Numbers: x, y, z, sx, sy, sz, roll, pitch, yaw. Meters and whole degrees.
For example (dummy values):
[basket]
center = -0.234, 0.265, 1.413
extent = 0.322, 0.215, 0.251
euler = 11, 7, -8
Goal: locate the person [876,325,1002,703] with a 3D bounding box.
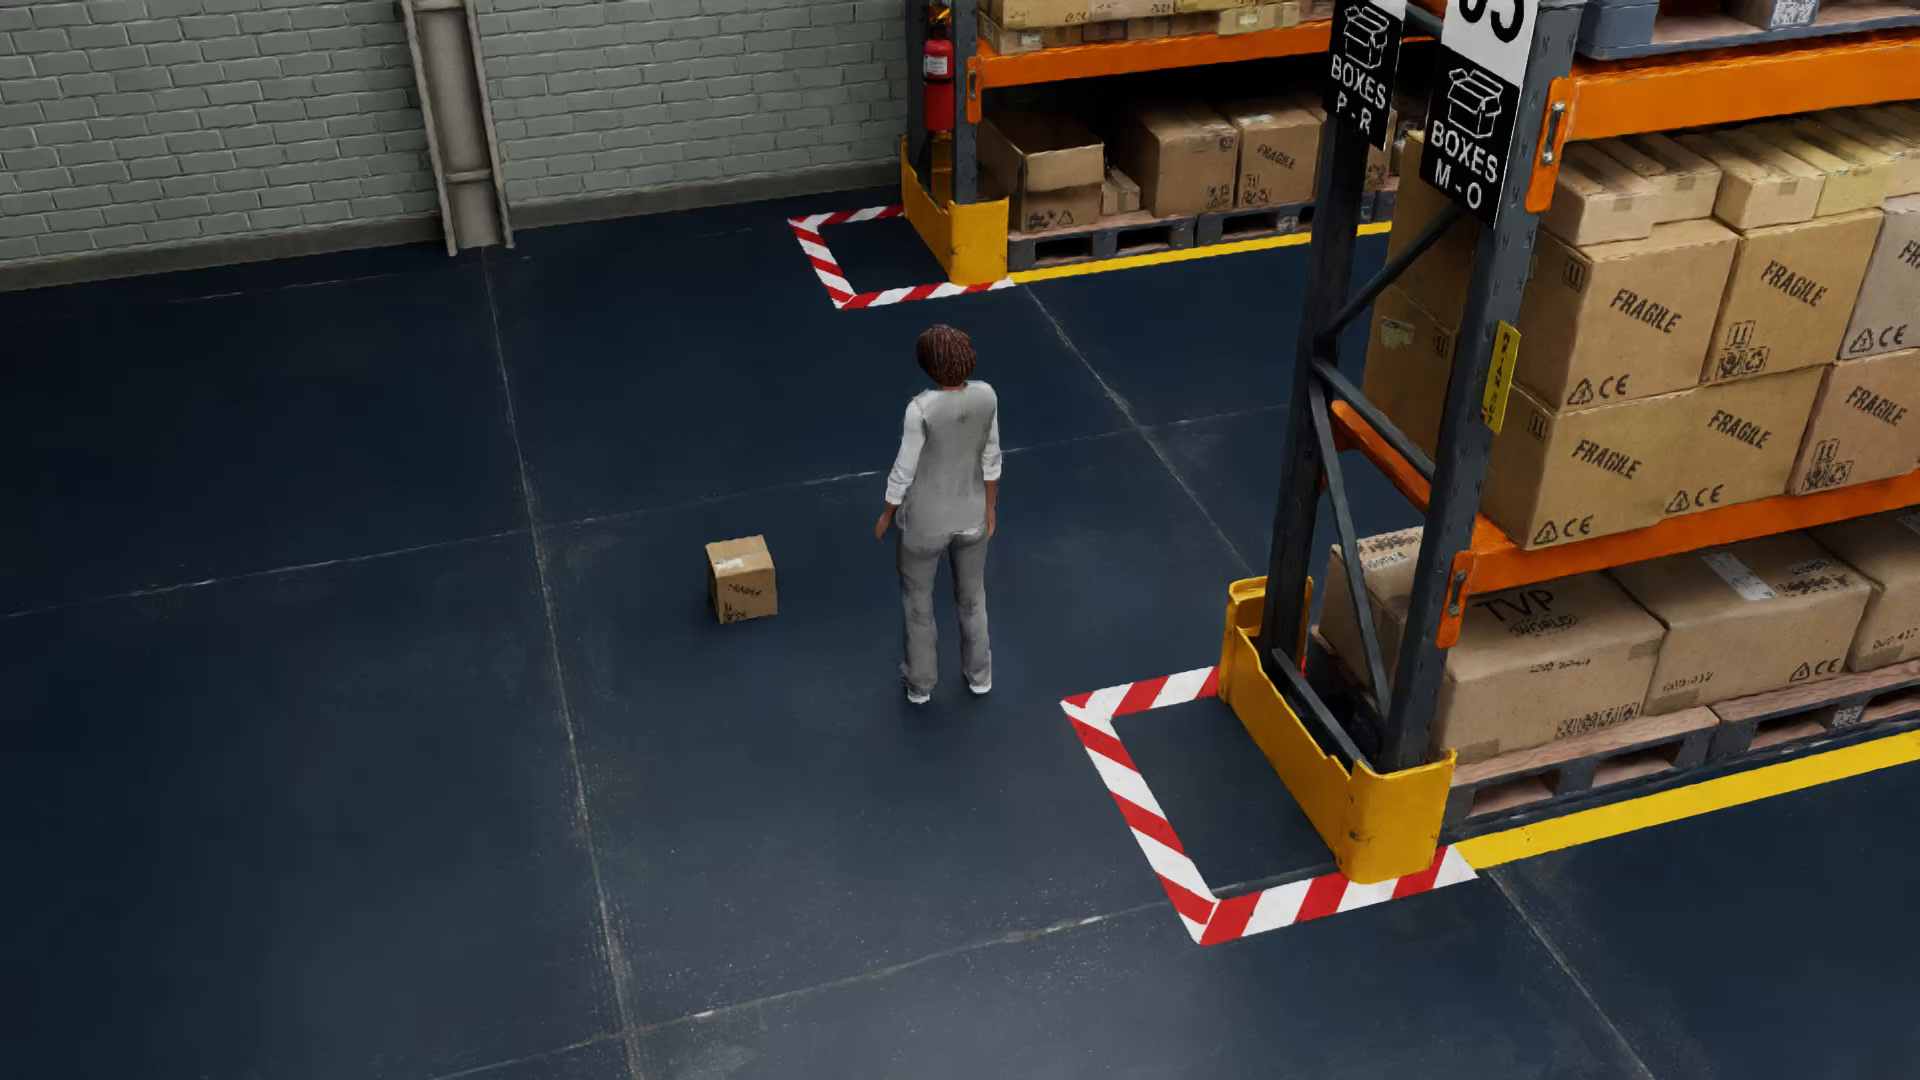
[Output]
[person]
center = -0.066, -0.068, 6.220
extent = 0.467, 1.593, 0.337
euler = -17, 38, -23
